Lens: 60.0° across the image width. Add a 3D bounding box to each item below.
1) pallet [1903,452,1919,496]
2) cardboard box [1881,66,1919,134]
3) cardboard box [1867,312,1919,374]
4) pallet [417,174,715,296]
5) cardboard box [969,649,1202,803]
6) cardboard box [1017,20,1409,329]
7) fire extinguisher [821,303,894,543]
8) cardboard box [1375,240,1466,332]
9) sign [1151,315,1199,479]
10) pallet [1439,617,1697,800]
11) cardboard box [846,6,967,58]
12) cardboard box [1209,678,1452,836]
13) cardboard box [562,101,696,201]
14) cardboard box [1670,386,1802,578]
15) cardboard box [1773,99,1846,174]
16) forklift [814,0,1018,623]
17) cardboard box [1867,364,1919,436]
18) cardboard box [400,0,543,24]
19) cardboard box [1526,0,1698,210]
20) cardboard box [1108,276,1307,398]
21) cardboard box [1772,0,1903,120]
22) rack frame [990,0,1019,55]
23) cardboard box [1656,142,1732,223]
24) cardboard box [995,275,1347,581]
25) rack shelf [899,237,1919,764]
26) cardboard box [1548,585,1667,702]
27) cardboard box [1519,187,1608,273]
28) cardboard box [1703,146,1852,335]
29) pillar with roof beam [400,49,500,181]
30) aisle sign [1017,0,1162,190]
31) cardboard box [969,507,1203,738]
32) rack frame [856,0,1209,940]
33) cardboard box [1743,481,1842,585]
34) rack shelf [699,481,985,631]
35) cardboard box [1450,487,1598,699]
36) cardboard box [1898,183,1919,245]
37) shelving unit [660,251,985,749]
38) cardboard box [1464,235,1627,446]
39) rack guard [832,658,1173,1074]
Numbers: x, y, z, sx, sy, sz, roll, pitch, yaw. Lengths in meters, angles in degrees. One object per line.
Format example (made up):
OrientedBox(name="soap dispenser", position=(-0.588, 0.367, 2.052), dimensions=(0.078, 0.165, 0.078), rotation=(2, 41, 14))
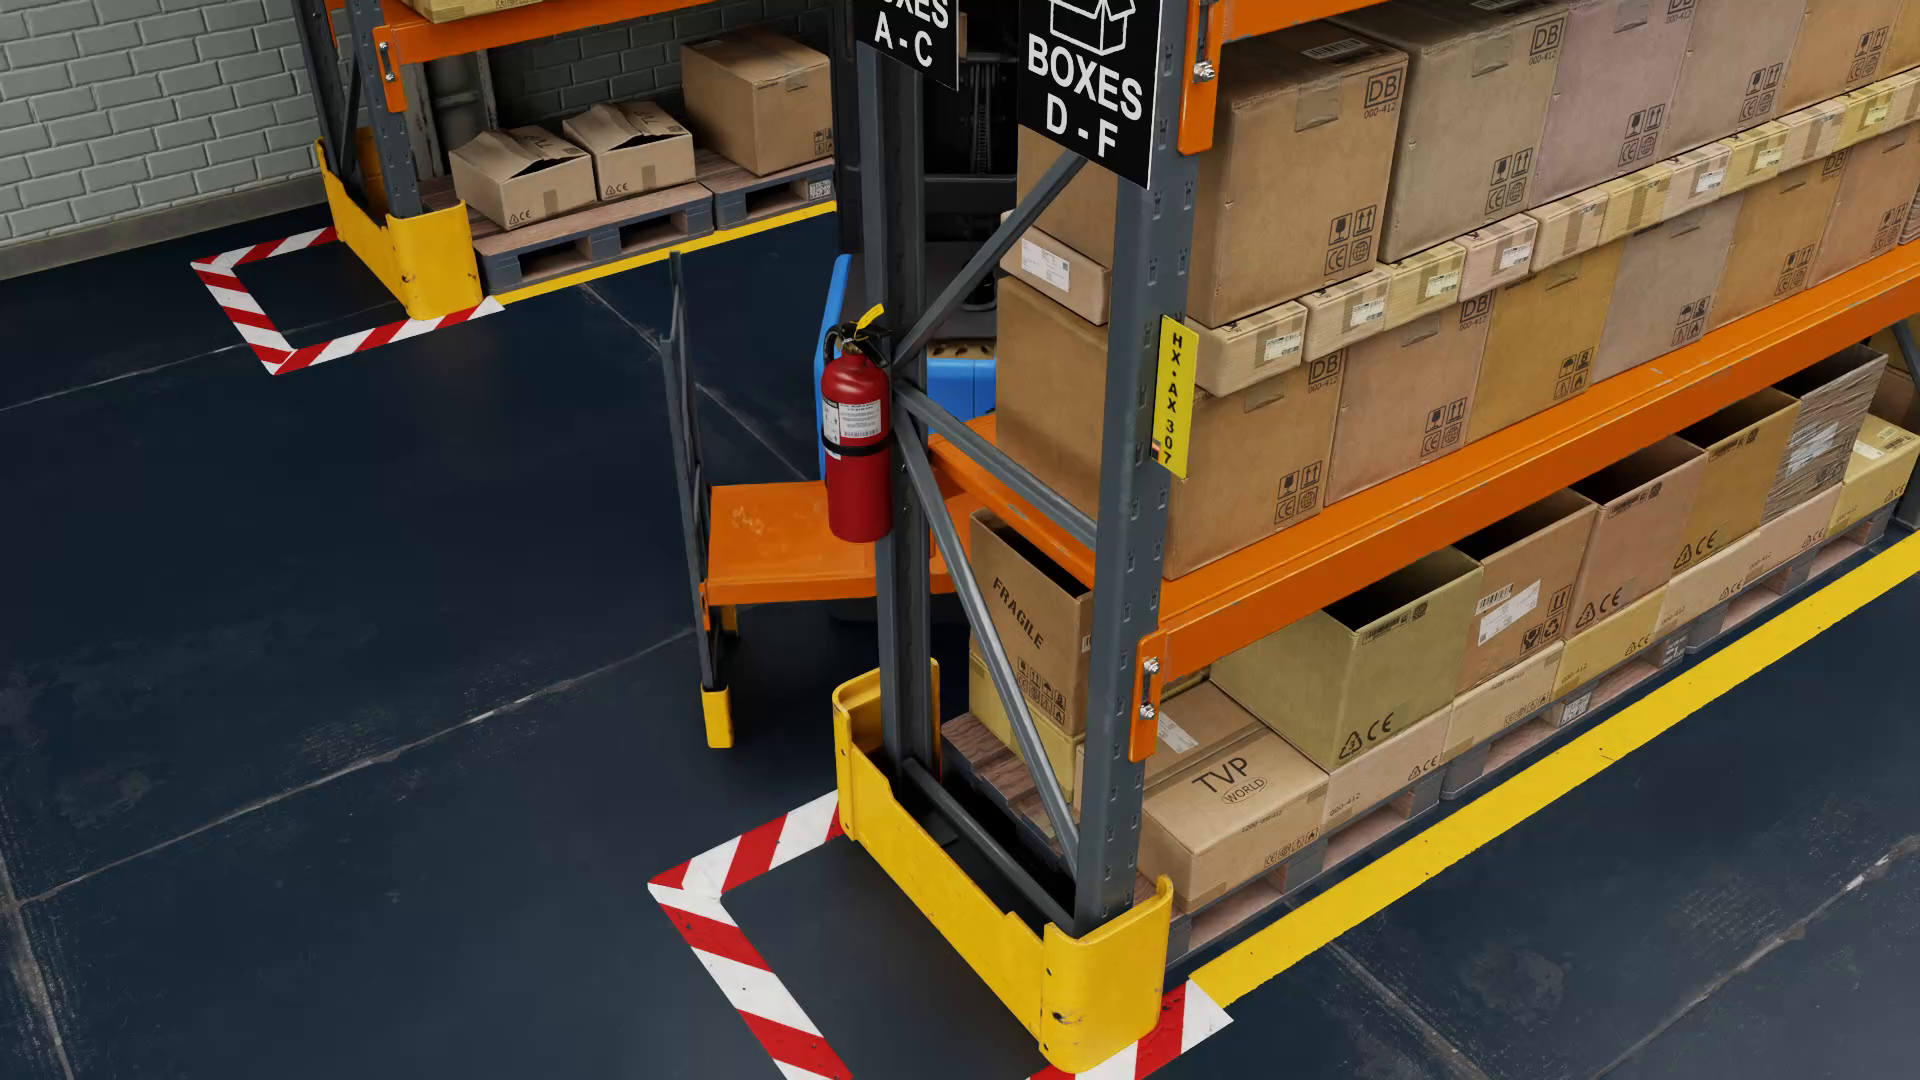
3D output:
OrientedBox(name="pallet", position=(3.954, -0.640, 6.959), dimensions=(1.213, 0.211, 1.003), rotation=(-22, 41, -28))
OrientedBox(name="cardboard box", position=(2.645, -1.356, 4.925), dimensions=(0.250, 0.149, 0.380), rotation=(-22, 41, -28))
OrientedBox(name="cardboard box", position=(3.855, -0.808, 6.319), dimensions=(0.500, 0.311, 0.500), rotation=(-22, 41, -28))
OrientedBox(name="pallet", position=(-2.006, -1.673, 8.396), dimensions=(1.213, 0.211, 1.003), rotation=(-22, 41, -28))
OrientedBox(name="cardboard box", position=(0.373, 0.464, 5.031), dimensions=(0.500, 0.250, 0.500), rotation=(-22, 41, -28))
OrientedBox(name="cardboard box", position=(0.537, -0.896, 3.731), dimensions=(0.500, 0.500, 0.700), rotation=(-22, 41, -28))
OrientedBox(name="fire extinguisher", position=(-0.260, -0.311, 4.180), dimensions=(0.183, 0.674, 0.296), rotation=(-22, 41, -28))
OrientedBox(name="cardboard box", position=(0.968, -0.667, 3.967), dimensions=(0.250, 0.149, 0.380), rotation=(-22, 41, -28))
OrientedBox(name="sign", position=(0.419, -0.277, 3.257), dimensions=(0.005, 0.325, 0.100), rotation=(-22, 41, -28))
OrientedBox(name="pallet", position=(1.702, 0.286, 5.671), dimensions=(1.213, 0.211, 1.003), rotation=(-22, 41, -28))
OrientedBox(name="cardboard box", position=(-0.308, -2.664, 9.150), dimensions=(0.500, 0.500, 0.500), rotation=(-26, 43, -31))
OrientedBox(name="cardboard box", position=(1.078, 0.541, 4.924), dimensions=(0.500, 0.250, 0.500), rotation=(-22, 41, -28))
OrientedBox(name="cardboard box", position=(-1.669, -1.992, 8.377), dimensions=(0.500, 0.311, 0.500), rotation=(-19, 40, -24))
OrientedBox(name="cardboard box", position=(2.299, -0.272, 5.412), dimensions=(0.500, 0.500, 0.500), rotation=(-22, 41, -28))
OrientedBox(name="cardboard box", position=(2.236, -1.190, 4.694), dimensions=(0.250, 0.149, 0.380), rotation=(-21, 41, -27))
OrientedBox(name="forklift", position=(0.094, -1.727, 6.141), dimensions=(1.130, 2.935, 3.031), rotation=(1, 36, 2))
OrientedBox(name="cardboard box", position=(3.846, -0.577, 6.479), dimensions=(0.500, 0.250, 0.500), rotation=(-23, 42, -29))
OrientedBox(name="cardboard box", position=(-2.170, -2.483, 7.245), dimensions=(0.500, 0.250, 0.500), rotation=(-24, 42, -29))
OrientedBox(name="cardboard box", position=(1.375, -1.246, 4.216), dimensions=(0.500, 0.500, 0.700), rotation=(-22, 41, -28))
OrientedBox(name="cardboard box", position=(0.549, -0.494, 3.726), dimensions=(0.250, 0.149, 0.380), rotation=(-23, 41, -28))
OrientedBox(name="cardboard box", position=(2.193, -1.582, 4.684), dimensions=(0.500, 0.500, 0.700), rotation=(-22, 41, -28))
OrientedBox(name="rack frame", position=(0.517, -3.869, 9.060), dimensions=(0.127, 3.000, 1.000), rotation=(-22, 41, -28))
OrientedBox(name="cardboard box", position=(1.806, -1.010, 4.444), dimensions=(0.250, 0.149, 0.380), rotation=(-22, 41, -27))
OrientedBox(name="cardboard box", position=(0.493, -0.352, 4.085), dimensions=(0.500, 0.500, 0.700), rotation=(-22, 41, -28))
OrientedBox(name="rack shelf", position=(1.739, -0.541, 5.049), dimensions=(4.000, 0.370, 1.077), rotation=(-22, 41, -28))
OrientedBox(name="cardboard box", position=(1.898, 0.207, 5.388), dimensions=(0.500, 0.250, 0.500), rotation=(-22, 41, -28))
OrientedBox(name="cardboard box", position=(1.392, -0.842, 4.210), dimensions=(0.250, 0.149, 0.380), rotation=(-24, 42, -29))
OrientedBox(name="cardboard box", position=(2.175, -1.047, 5.051), dimensions=(0.500, 0.500, 0.700), rotation=(-22, 41, -27))
OrientedBox(name="pillar with roof beam", position=(-0.198, -3.553, 3.482), dimensions=(0.400, 9.000, 9.100), rotation=(-22, 41, -28))
OrientedBox(name="aisle sign", position=(0.227, -1.047, 2.911), dimensions=(0.004, 0.787, 0.394), rotation=(-22, 41, -28))
OrientedBox(name="cardboard box", position=(0.371, 0.159, 4.814), dimensions=(0.500, 0.500, 0.500), rotation=(-22, 41, -28))
OrientedBox(name="rack frame", position=(0.104, -0.160, 3.904), dimensions=(0.127, 3.000, 1.000), rotation=(-22, 41, -28))
OrientedBox(name="cardboard box", position=(2.707, -0.136, 5.866), dimensions=(0.500, 0.250, 0.500), rotation=(-22, 41, -28))
OrientedBox(name="rack shelf", position=(-0.301, 0.019, 5.235), dimensions=(1.000, 0.185, 0.538), rotation=(-3, 38, -4))
OrientedBox(name="cardboard box", position=(1.480, 0.063, 4.946), dimensions=(0.500, 0.500, 0.500), rotation=(-22, 41, -28))
OrientedBox(name="cardboard box", position=(3.015, -1.394, 5.534), dimensions=(0.500, 0.500, 0.700), rotation=(-24, 42, -29))
OrientedBox(name="shelving unit", position=(-0.292, -0.122, 5.124), dimensions=(1.083, 1.500, 0.587), rotation=(-3, 38, -4))
OrientedBox(name="cardboard box", position=(1.329, -0.695, 4.562), dimensions=(0.500, 0.500, 0.700), rotation=(-22, 41, -28))
OrientedBox(name="rack guard", position=(0.085, 0.863, 4.623), dimensions=(0.348, 0.500, 1.175), rotation=(-22, 41, -28))
